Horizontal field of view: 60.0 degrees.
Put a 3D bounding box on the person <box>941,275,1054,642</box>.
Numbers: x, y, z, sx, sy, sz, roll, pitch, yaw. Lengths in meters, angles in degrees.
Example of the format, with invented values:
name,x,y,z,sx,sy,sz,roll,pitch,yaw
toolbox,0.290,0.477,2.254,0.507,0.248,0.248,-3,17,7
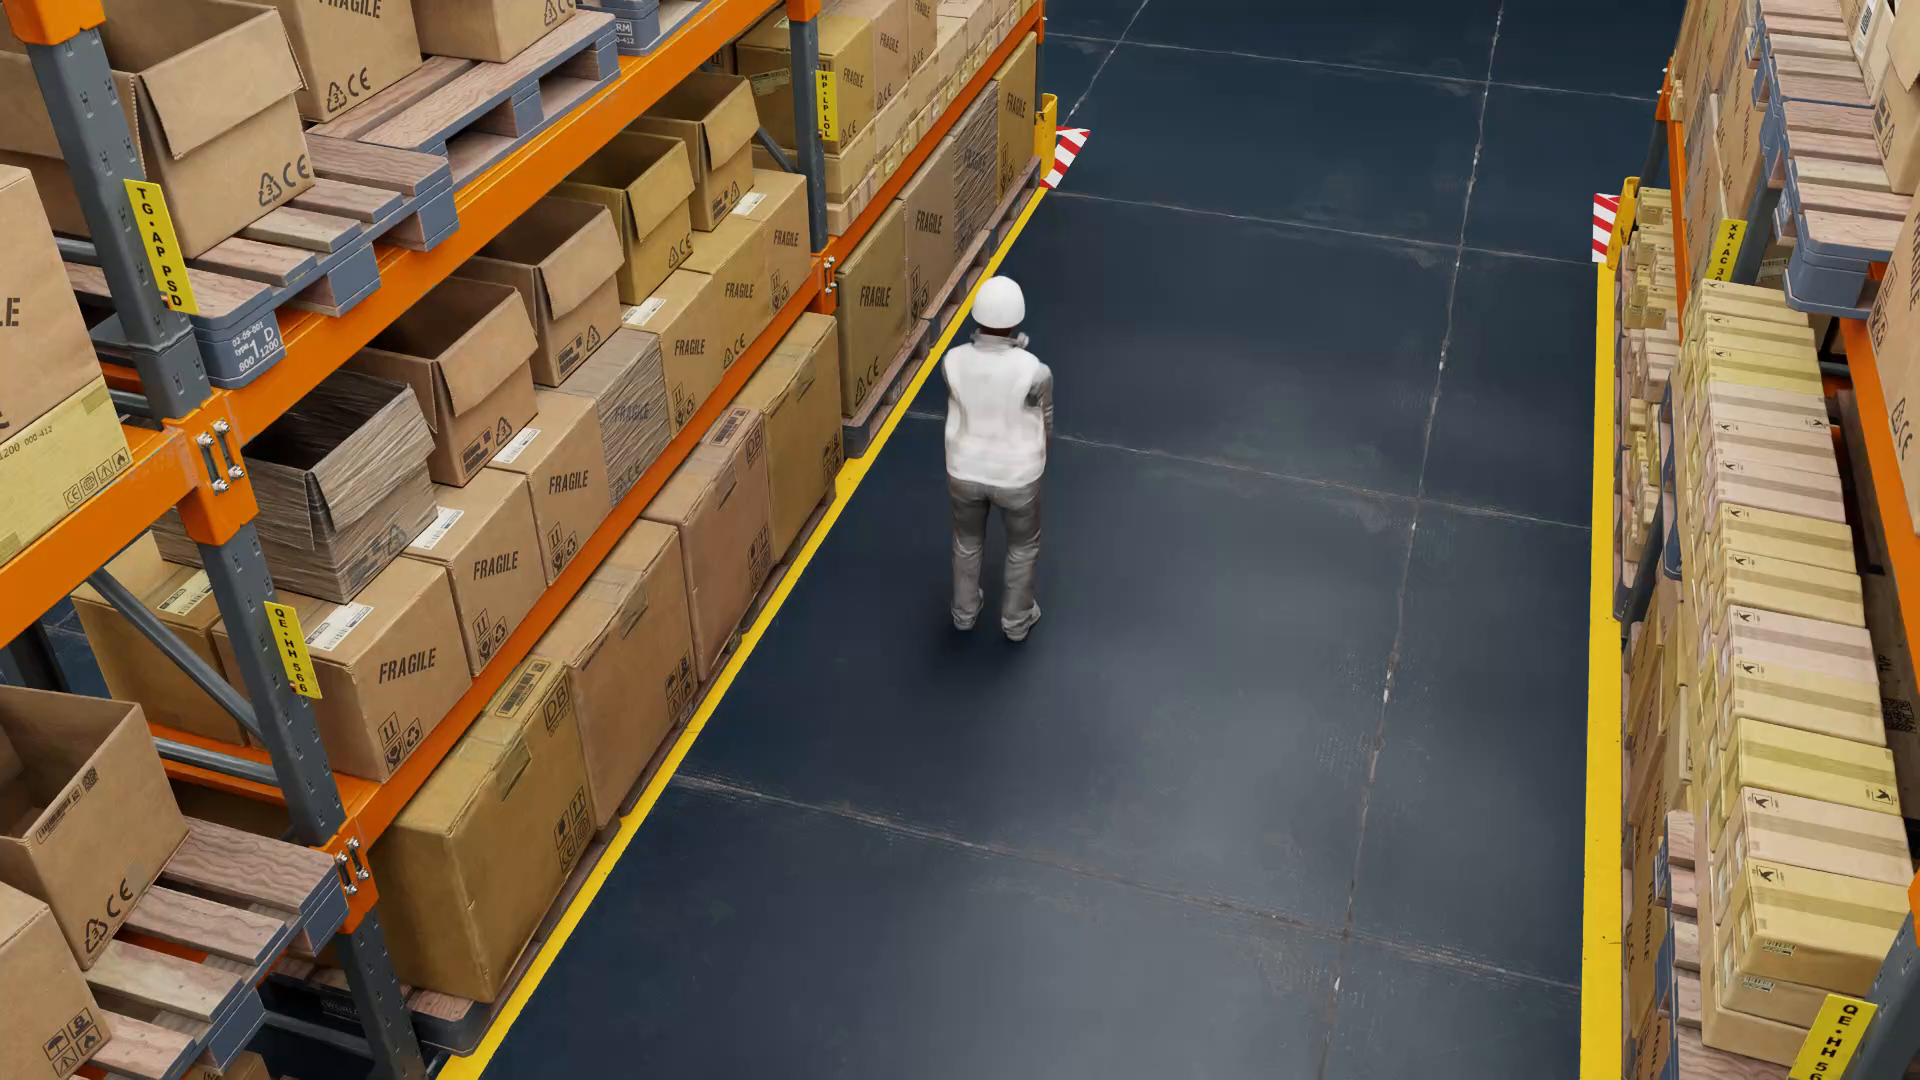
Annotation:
name,x,y,z,sx,sy,sz,roll,pitch,yaw
person,0.166,-0.373,7.378,0.491,1.768,0.568,10,38,13
